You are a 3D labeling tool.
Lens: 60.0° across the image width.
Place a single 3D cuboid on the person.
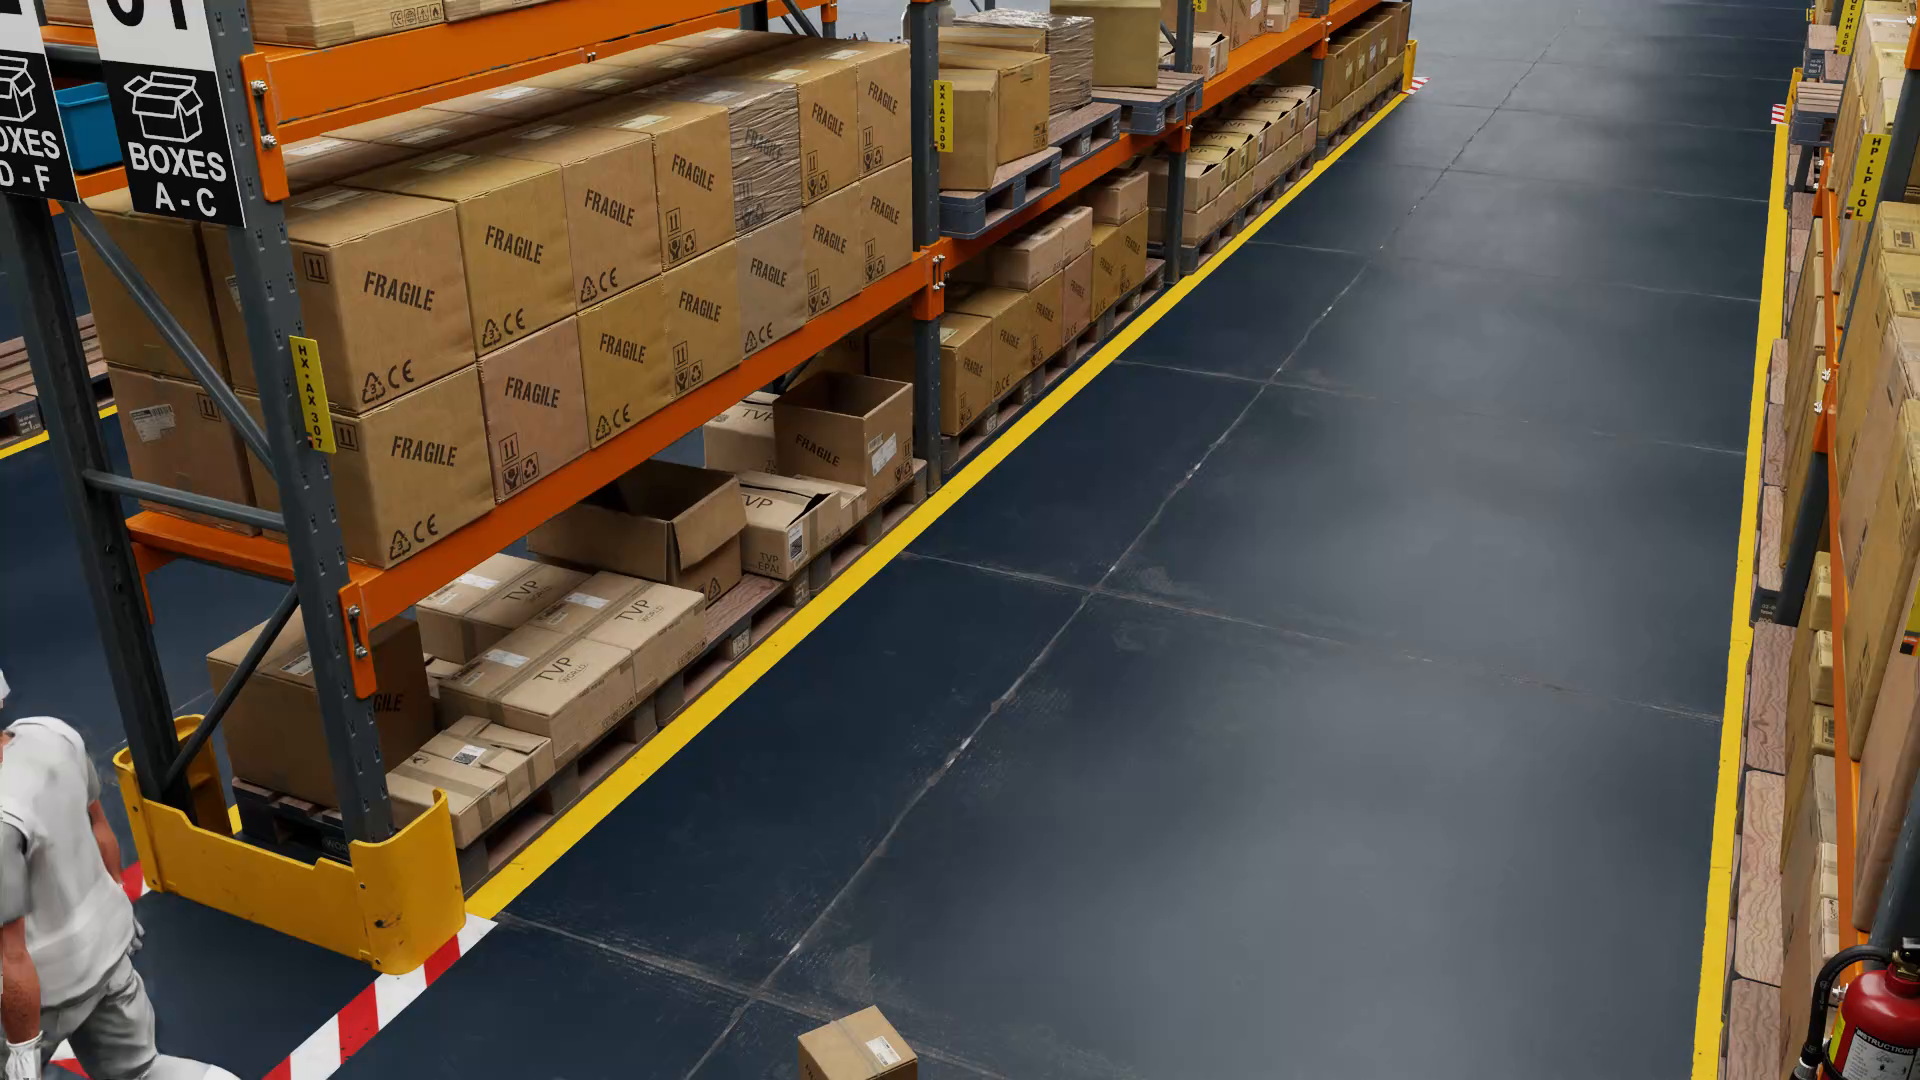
[{"bbox_3d":[-2.159,1.035,3.982,1.003,1.743,0.661,0,26,-1],"label":"person"}]
